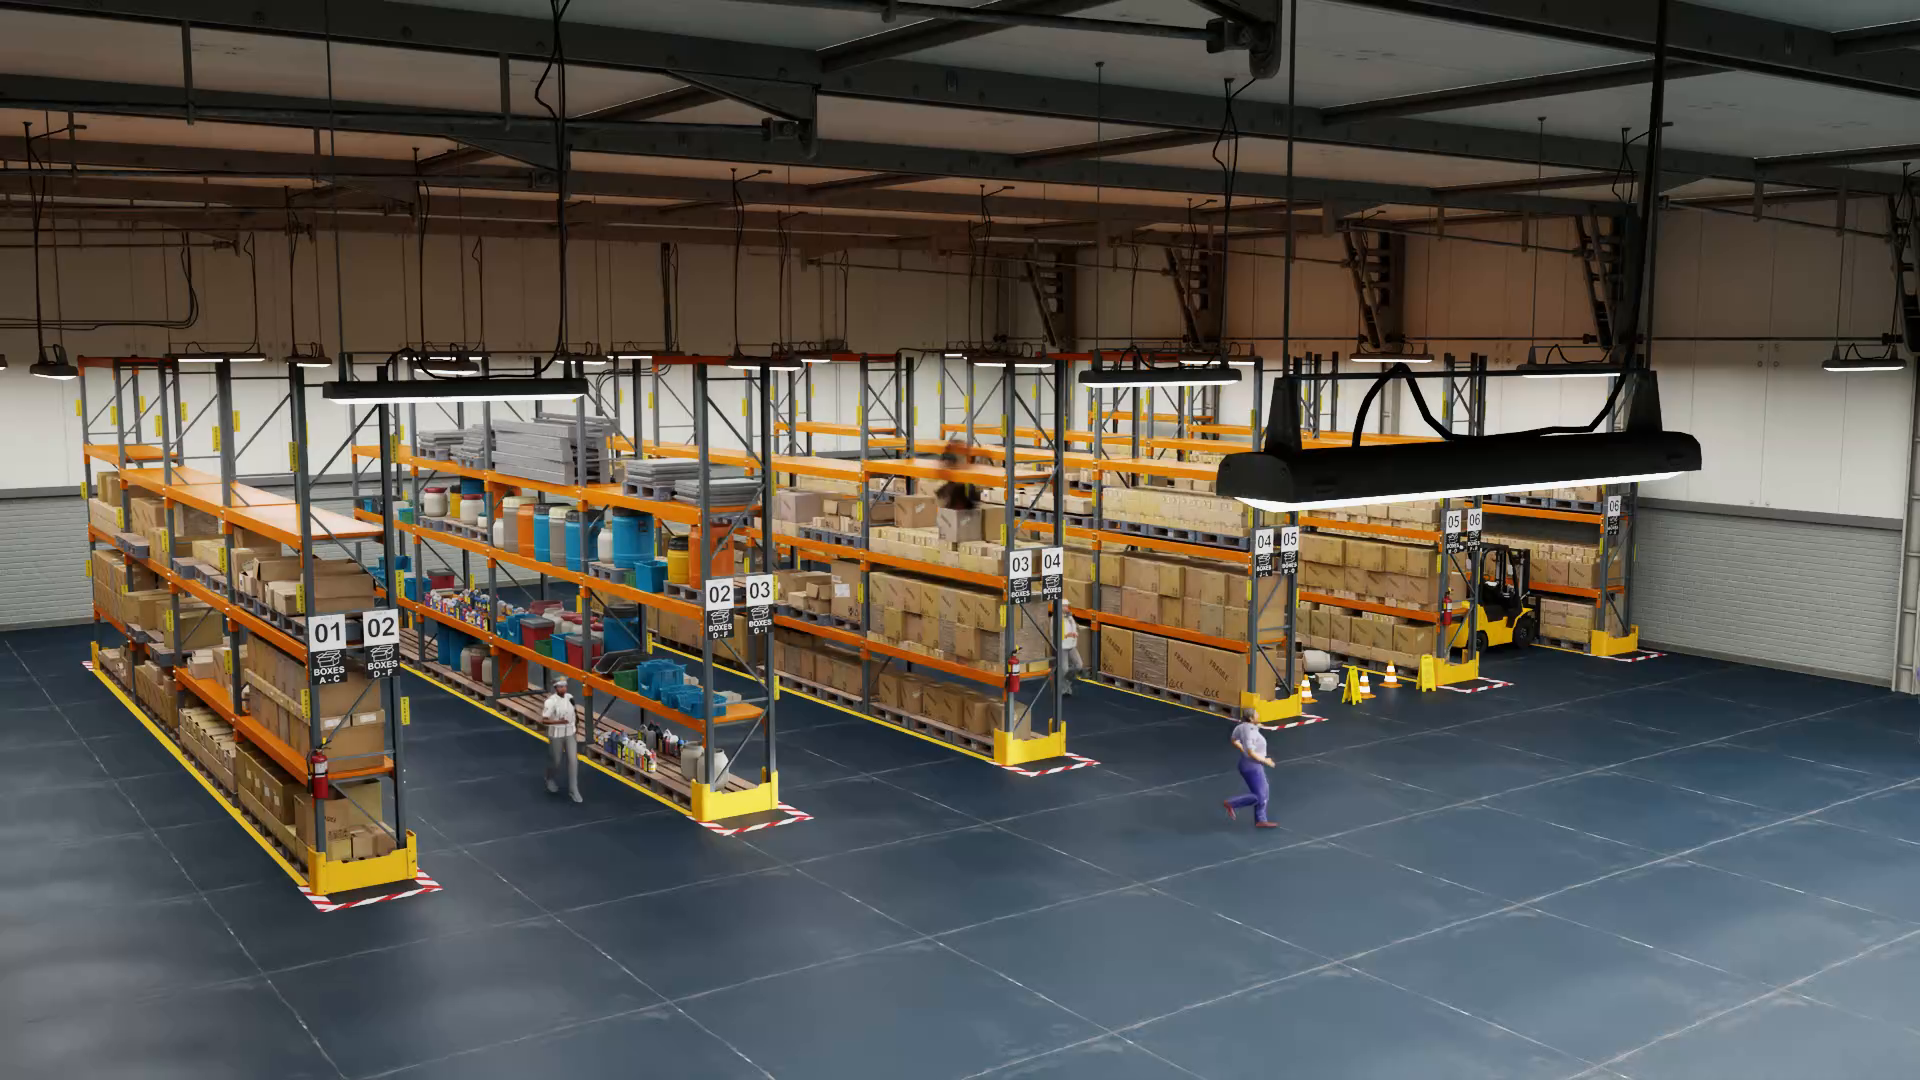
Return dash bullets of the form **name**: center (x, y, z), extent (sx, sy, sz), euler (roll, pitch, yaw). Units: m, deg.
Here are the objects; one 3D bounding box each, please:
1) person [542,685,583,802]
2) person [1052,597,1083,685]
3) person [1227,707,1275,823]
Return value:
- **person**: center (-5.471, 2.717, 22.878), extent (0.581, 1.659, 0.876), euler (-5, 9, -36)
- **person**: center (1.919, 1.849, 29.445), extent (0.499, 1.672, 0.647), euler (-7, 10, -44)
- **person**: center (3.724, 2.924, 21.501), extent (0.608, 1.518, 0.622), euler (-1, 7, -7)
